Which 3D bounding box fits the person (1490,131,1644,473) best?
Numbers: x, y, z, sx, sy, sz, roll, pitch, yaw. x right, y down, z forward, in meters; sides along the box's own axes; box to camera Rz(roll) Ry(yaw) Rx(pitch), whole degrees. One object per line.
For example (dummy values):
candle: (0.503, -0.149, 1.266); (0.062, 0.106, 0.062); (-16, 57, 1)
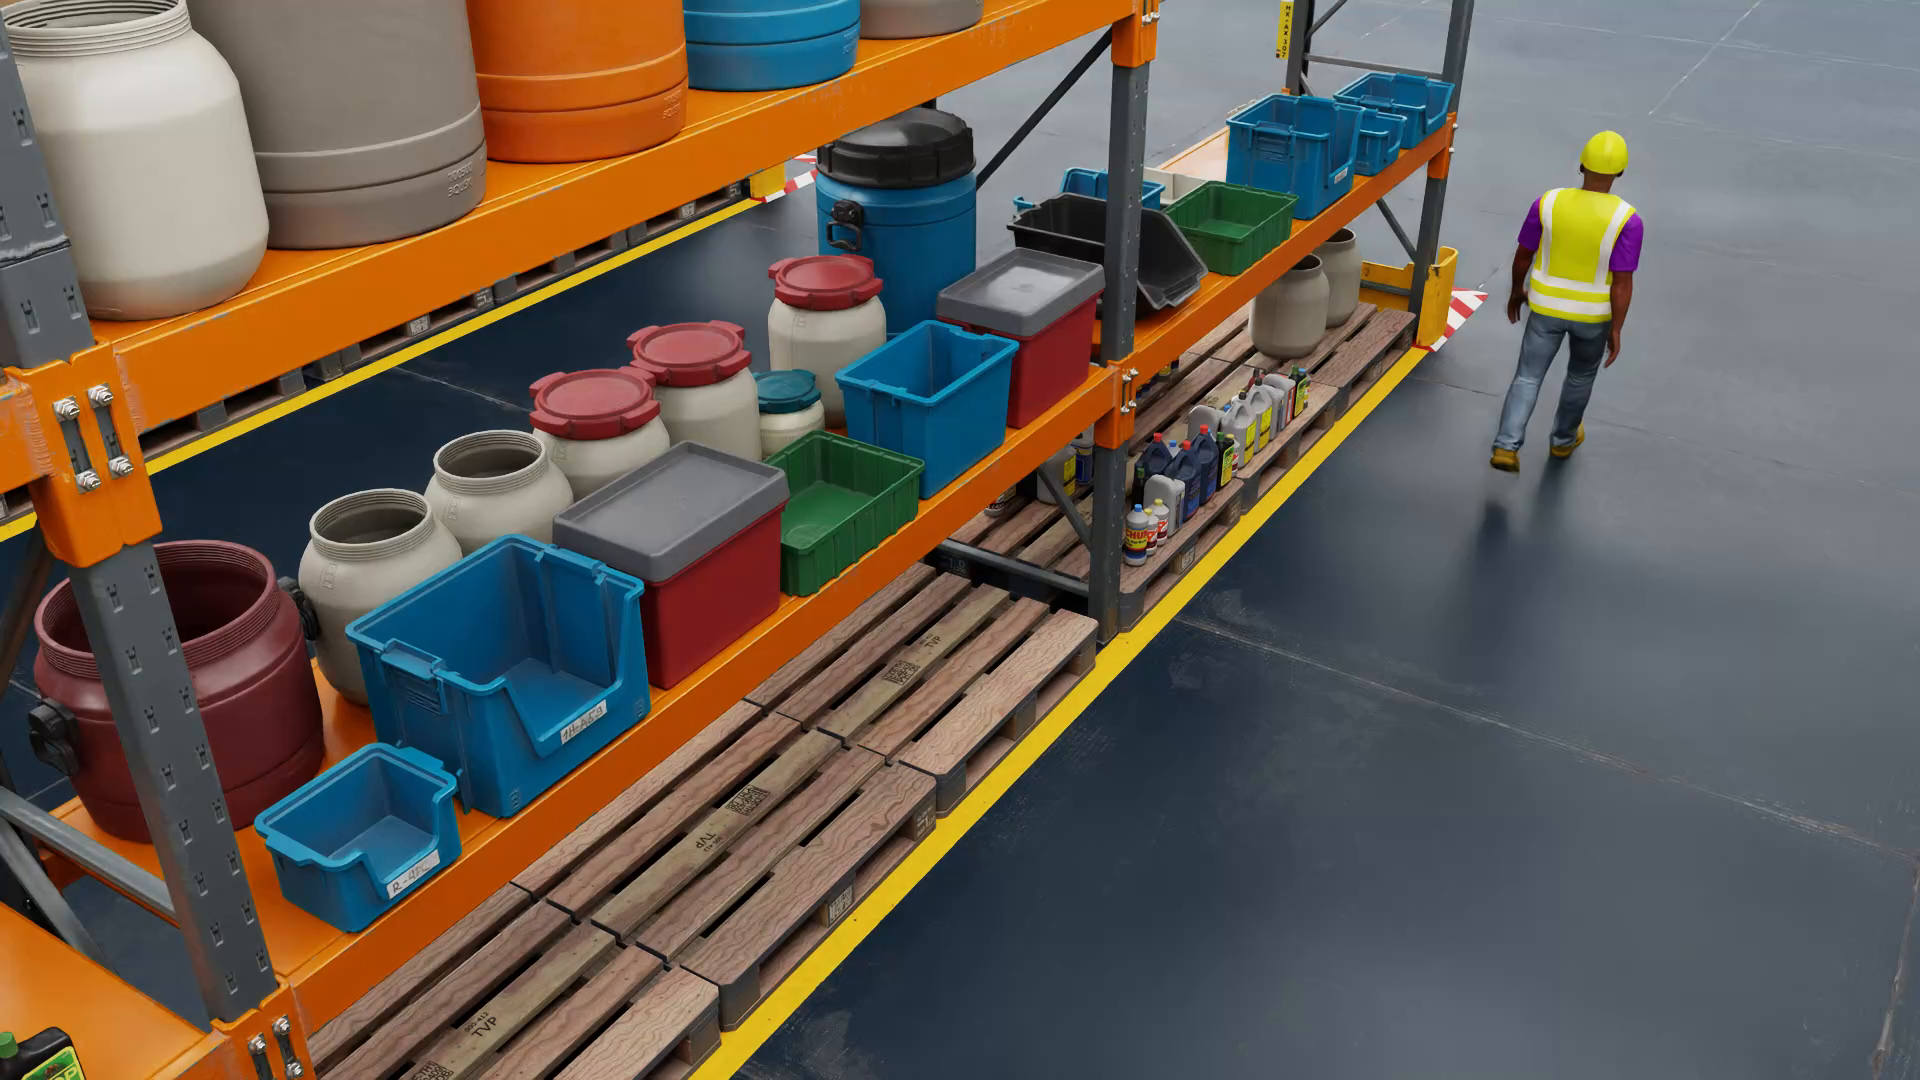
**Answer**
person: (2.928, -1.120, 8.030); (0.582, 1.740, 0.938); (16, 34, 25)
